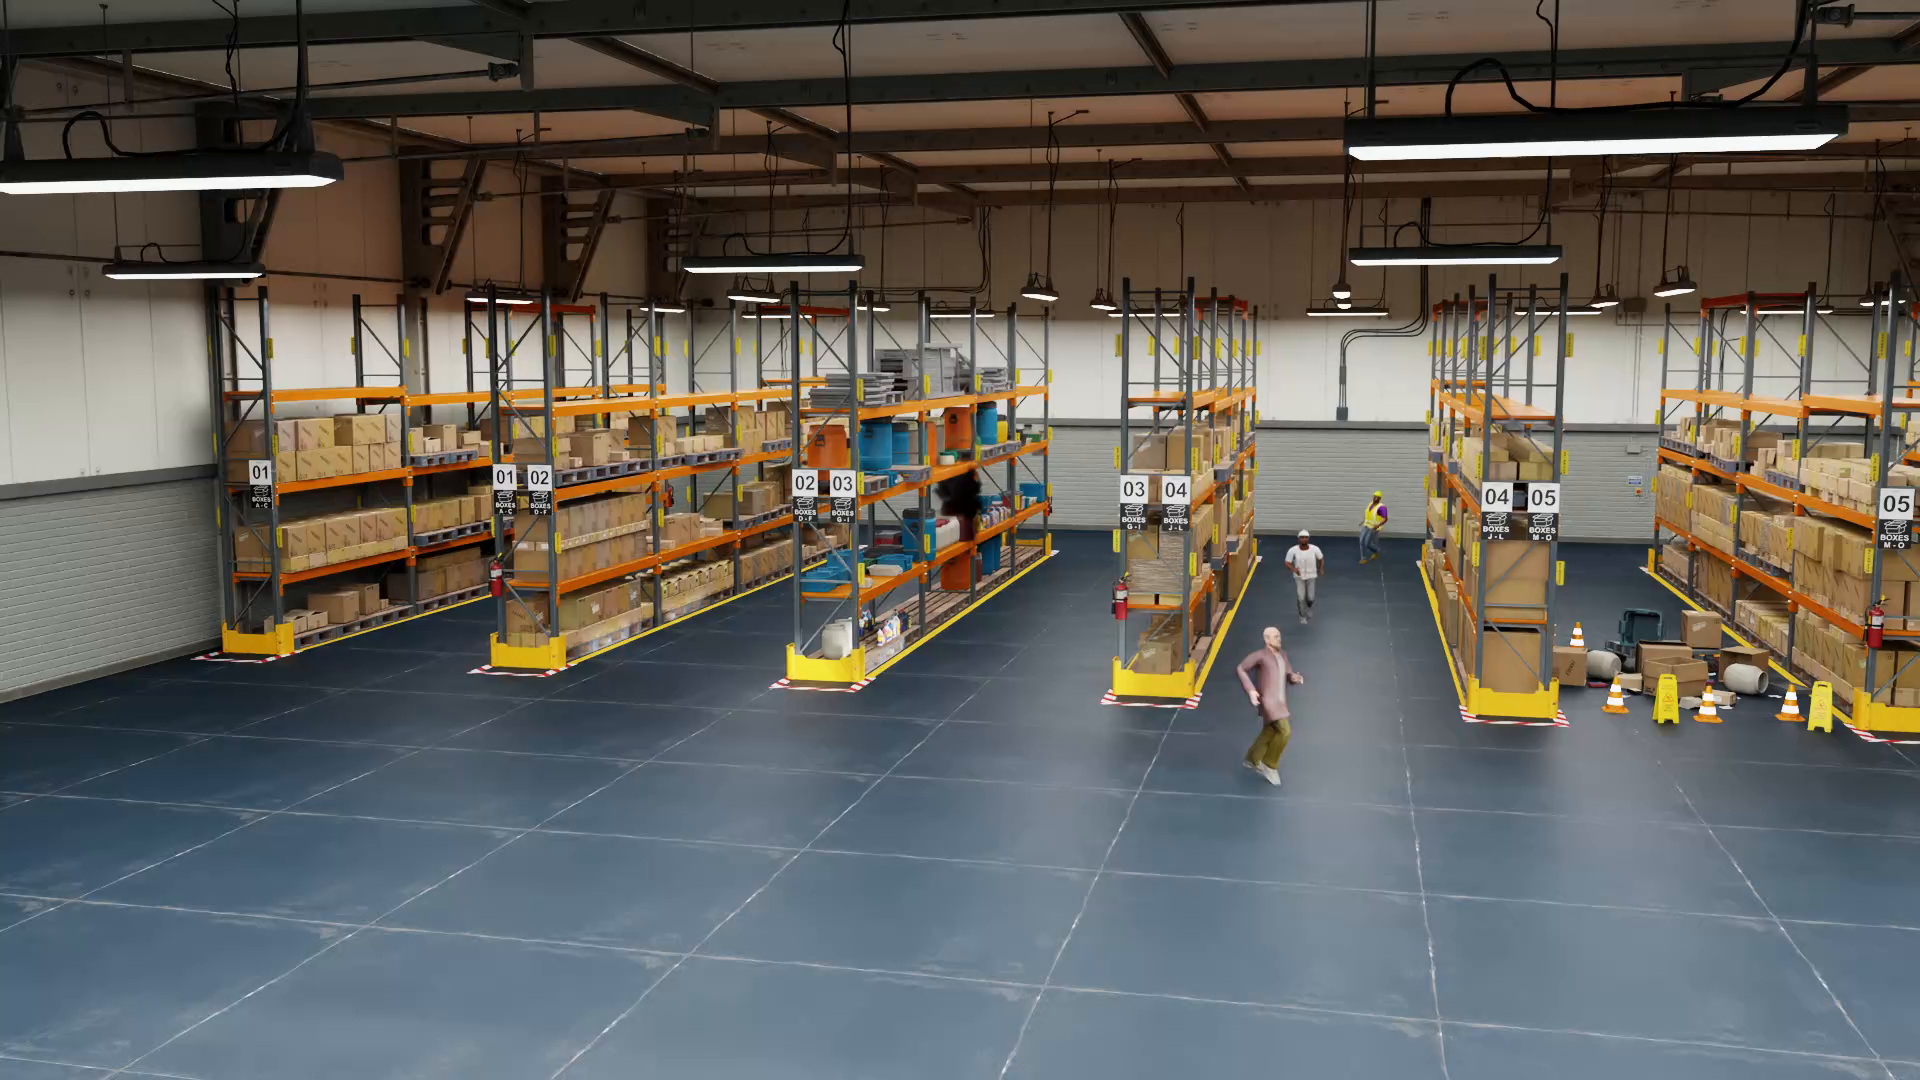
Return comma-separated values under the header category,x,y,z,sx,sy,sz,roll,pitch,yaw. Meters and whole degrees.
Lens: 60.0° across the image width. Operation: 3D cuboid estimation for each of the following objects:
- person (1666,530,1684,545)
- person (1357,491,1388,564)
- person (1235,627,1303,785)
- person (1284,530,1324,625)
category,x,y,z,sx,sy,sz,roll,pitch,yaw
person,16.595,-0.259,38.459,0.596,1.716,0.808,4,8,30
person,9.593,-0.285,38.717,0.632,1.724,0.759,-4,8,-29
person,3.626,1.918,19.283,0.775,1.823,0.671,6,9,42
person,6.252,0.680,30.186,0.720,1.715,0.604,1,7,8
